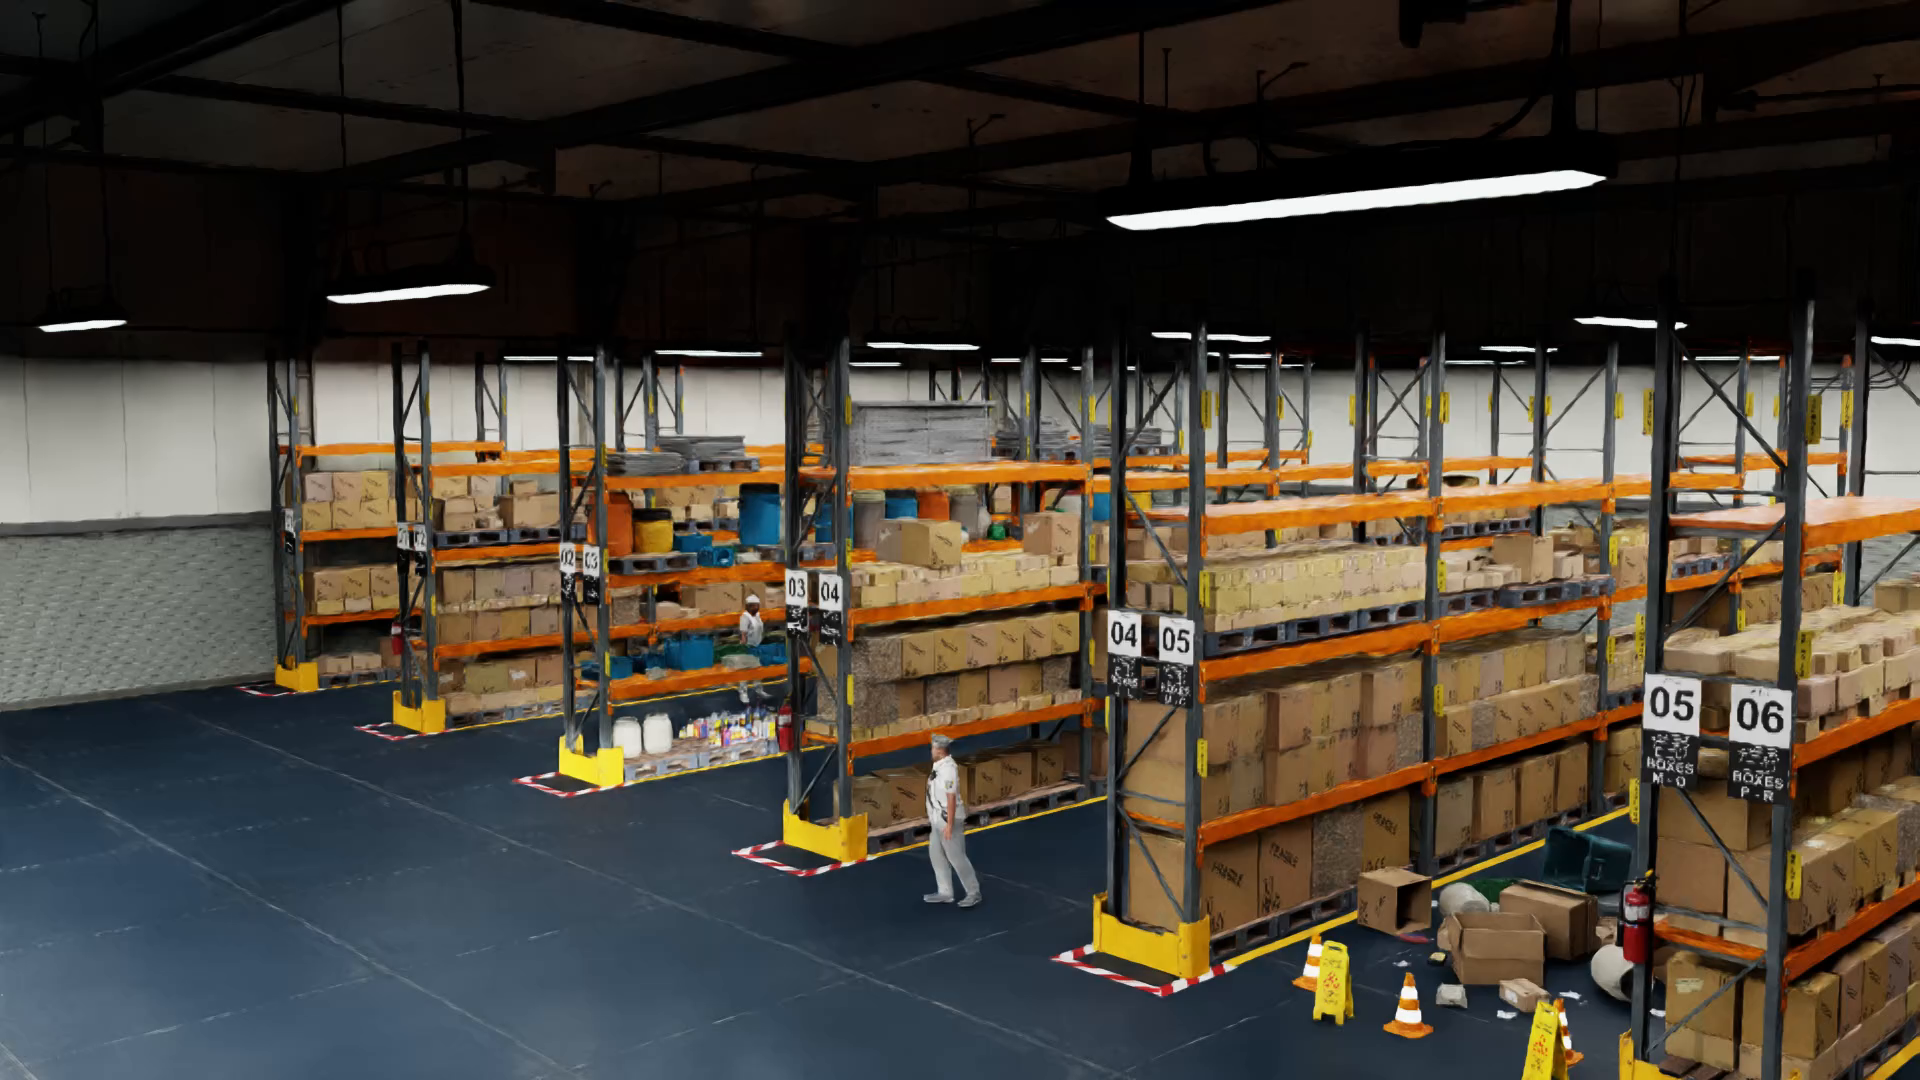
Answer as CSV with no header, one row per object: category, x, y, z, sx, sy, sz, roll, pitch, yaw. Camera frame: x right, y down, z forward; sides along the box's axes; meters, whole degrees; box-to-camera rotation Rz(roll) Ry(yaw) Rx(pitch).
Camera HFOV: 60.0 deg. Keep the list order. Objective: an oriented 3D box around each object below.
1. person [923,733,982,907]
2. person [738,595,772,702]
person,-0.079,2.837,16.916,0.588,1.742,0.579,-1,5,-7
person,-3.474,1.822,28.125,0.477,1.789,0.632,2,5,20
